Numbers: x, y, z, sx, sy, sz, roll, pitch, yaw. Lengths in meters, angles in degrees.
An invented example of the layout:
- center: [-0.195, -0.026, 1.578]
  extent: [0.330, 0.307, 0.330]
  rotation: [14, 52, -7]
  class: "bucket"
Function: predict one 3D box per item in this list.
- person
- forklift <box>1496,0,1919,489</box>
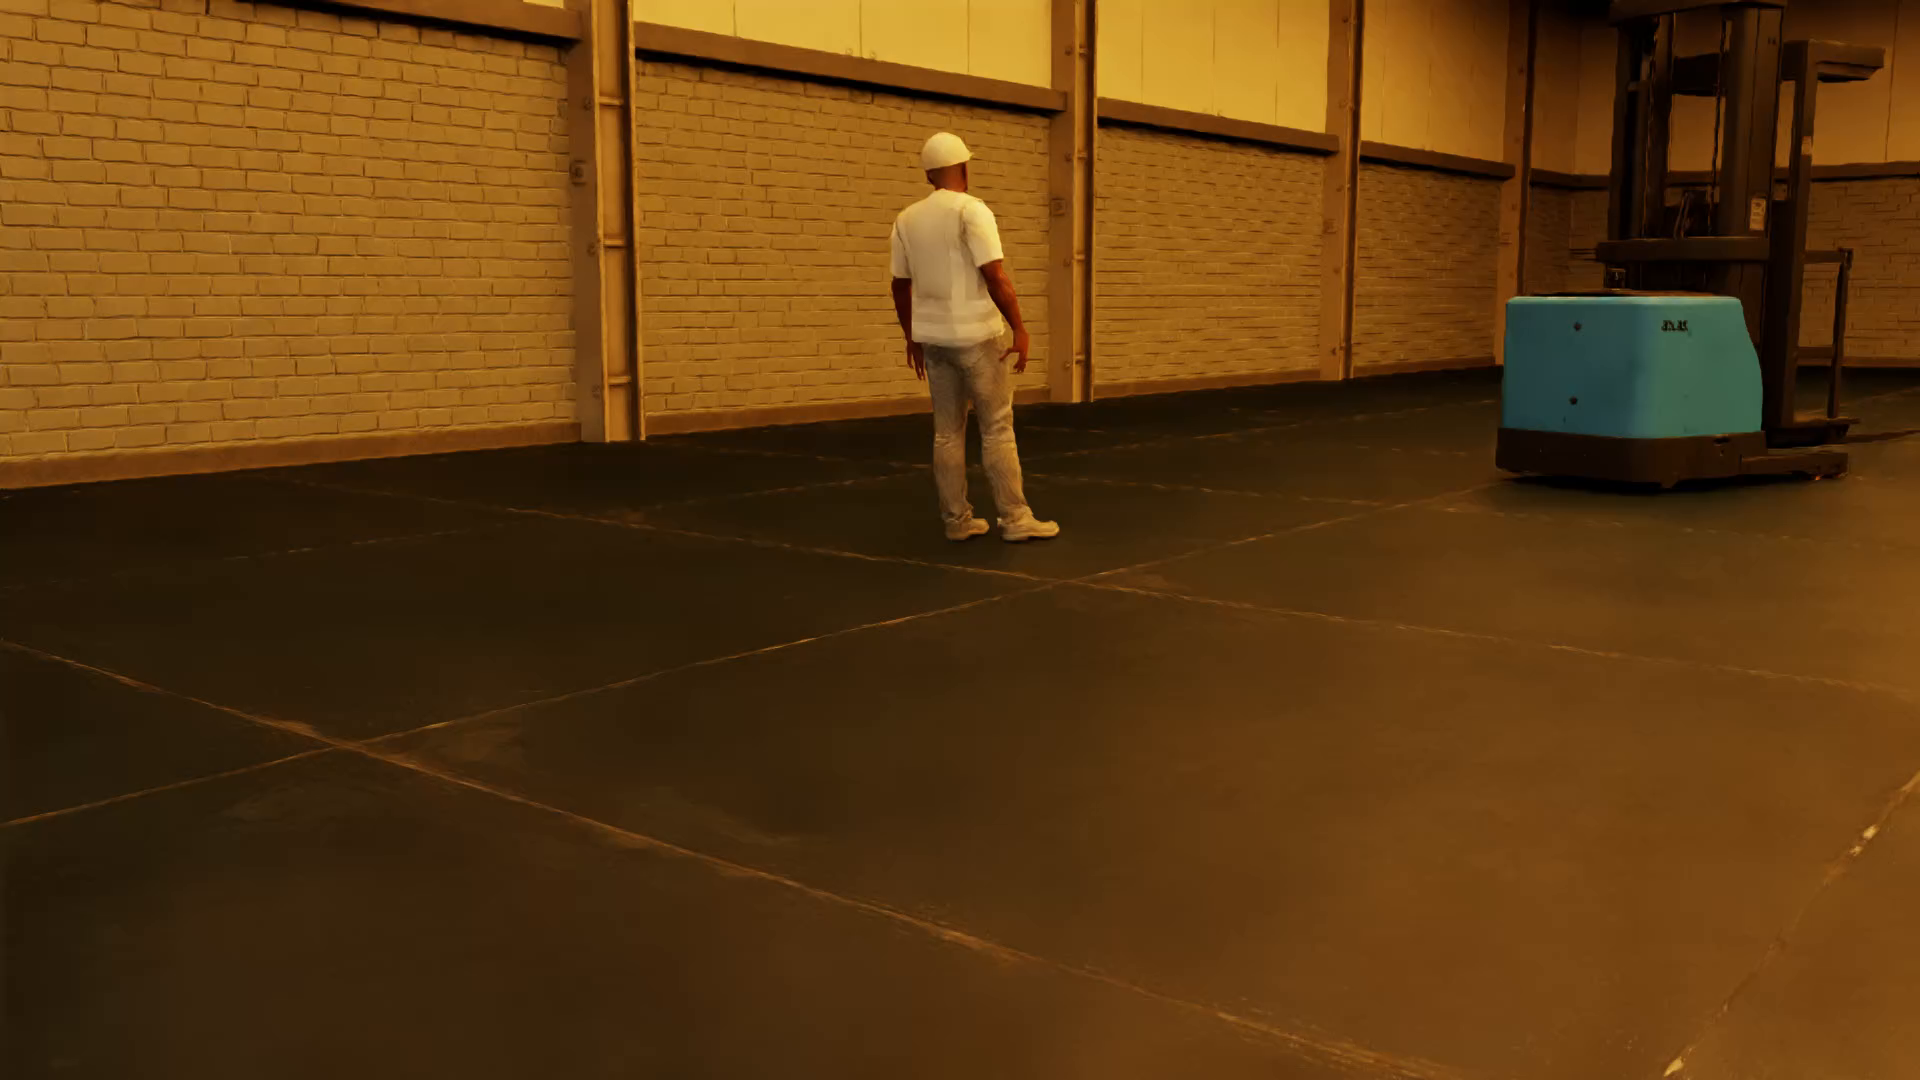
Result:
- center: [0.048, -0.888, 7.326]
  extent: [0.665, 1.766, 0.576]
  rotation: [7, 11, 38]
  class: "person"
- center: [4.703, -1.862, 10.004]
  extent: [3.031, 2.935, 1.130]
  rotation: [-5, 10, -31]
  class: "forklift"
